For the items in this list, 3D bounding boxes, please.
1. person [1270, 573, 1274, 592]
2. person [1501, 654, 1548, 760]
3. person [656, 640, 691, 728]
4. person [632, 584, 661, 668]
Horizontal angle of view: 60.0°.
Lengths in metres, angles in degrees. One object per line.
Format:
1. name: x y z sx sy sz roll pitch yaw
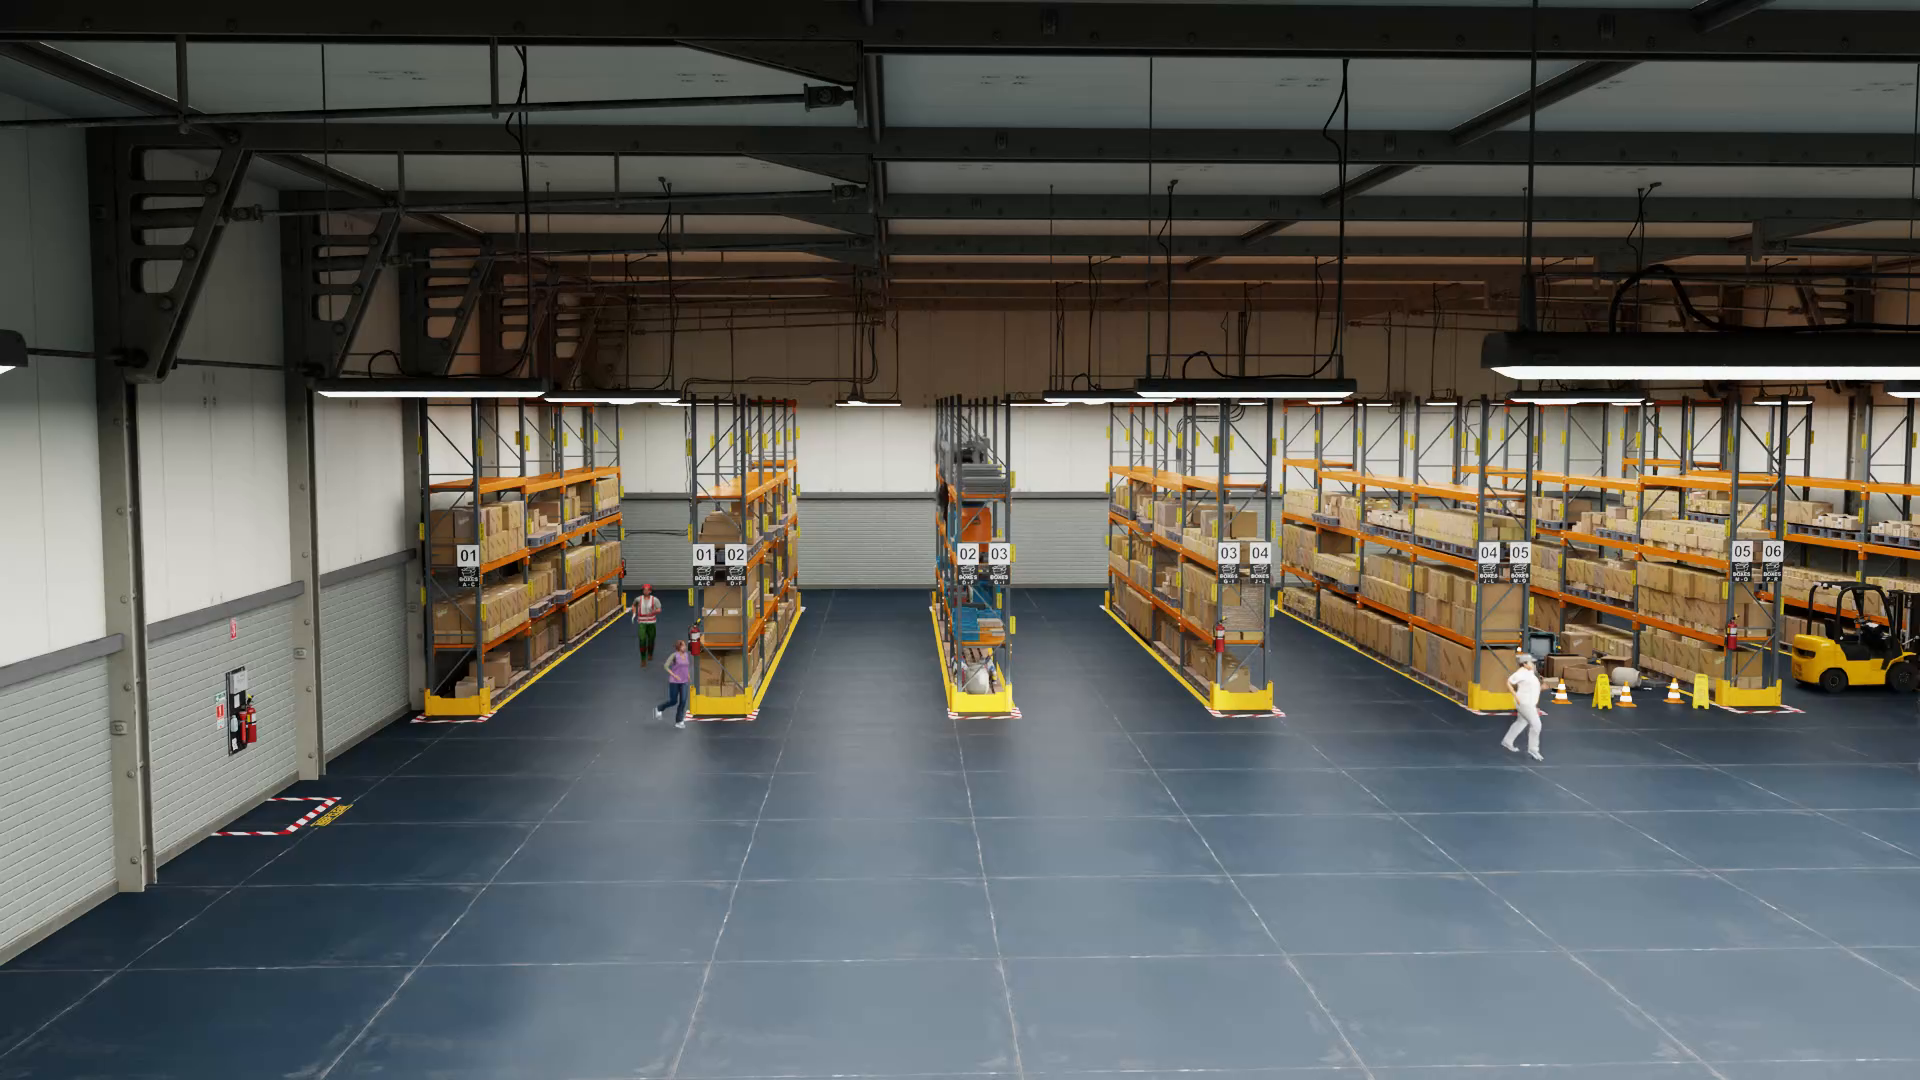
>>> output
1. person: 8.032 1.371 44.391 0.719 1.737 0.578 0 4 2
2. person: 9.296 2.745 27.392 0.764 1.721 0.579 3 5 31
3. person: -5.085 2.580 30.075 0.798 1.548 0.601 4 6 42
4. person: -7.008 1.890 37.200 0.652 1.838 0.836 -1 5 -12
